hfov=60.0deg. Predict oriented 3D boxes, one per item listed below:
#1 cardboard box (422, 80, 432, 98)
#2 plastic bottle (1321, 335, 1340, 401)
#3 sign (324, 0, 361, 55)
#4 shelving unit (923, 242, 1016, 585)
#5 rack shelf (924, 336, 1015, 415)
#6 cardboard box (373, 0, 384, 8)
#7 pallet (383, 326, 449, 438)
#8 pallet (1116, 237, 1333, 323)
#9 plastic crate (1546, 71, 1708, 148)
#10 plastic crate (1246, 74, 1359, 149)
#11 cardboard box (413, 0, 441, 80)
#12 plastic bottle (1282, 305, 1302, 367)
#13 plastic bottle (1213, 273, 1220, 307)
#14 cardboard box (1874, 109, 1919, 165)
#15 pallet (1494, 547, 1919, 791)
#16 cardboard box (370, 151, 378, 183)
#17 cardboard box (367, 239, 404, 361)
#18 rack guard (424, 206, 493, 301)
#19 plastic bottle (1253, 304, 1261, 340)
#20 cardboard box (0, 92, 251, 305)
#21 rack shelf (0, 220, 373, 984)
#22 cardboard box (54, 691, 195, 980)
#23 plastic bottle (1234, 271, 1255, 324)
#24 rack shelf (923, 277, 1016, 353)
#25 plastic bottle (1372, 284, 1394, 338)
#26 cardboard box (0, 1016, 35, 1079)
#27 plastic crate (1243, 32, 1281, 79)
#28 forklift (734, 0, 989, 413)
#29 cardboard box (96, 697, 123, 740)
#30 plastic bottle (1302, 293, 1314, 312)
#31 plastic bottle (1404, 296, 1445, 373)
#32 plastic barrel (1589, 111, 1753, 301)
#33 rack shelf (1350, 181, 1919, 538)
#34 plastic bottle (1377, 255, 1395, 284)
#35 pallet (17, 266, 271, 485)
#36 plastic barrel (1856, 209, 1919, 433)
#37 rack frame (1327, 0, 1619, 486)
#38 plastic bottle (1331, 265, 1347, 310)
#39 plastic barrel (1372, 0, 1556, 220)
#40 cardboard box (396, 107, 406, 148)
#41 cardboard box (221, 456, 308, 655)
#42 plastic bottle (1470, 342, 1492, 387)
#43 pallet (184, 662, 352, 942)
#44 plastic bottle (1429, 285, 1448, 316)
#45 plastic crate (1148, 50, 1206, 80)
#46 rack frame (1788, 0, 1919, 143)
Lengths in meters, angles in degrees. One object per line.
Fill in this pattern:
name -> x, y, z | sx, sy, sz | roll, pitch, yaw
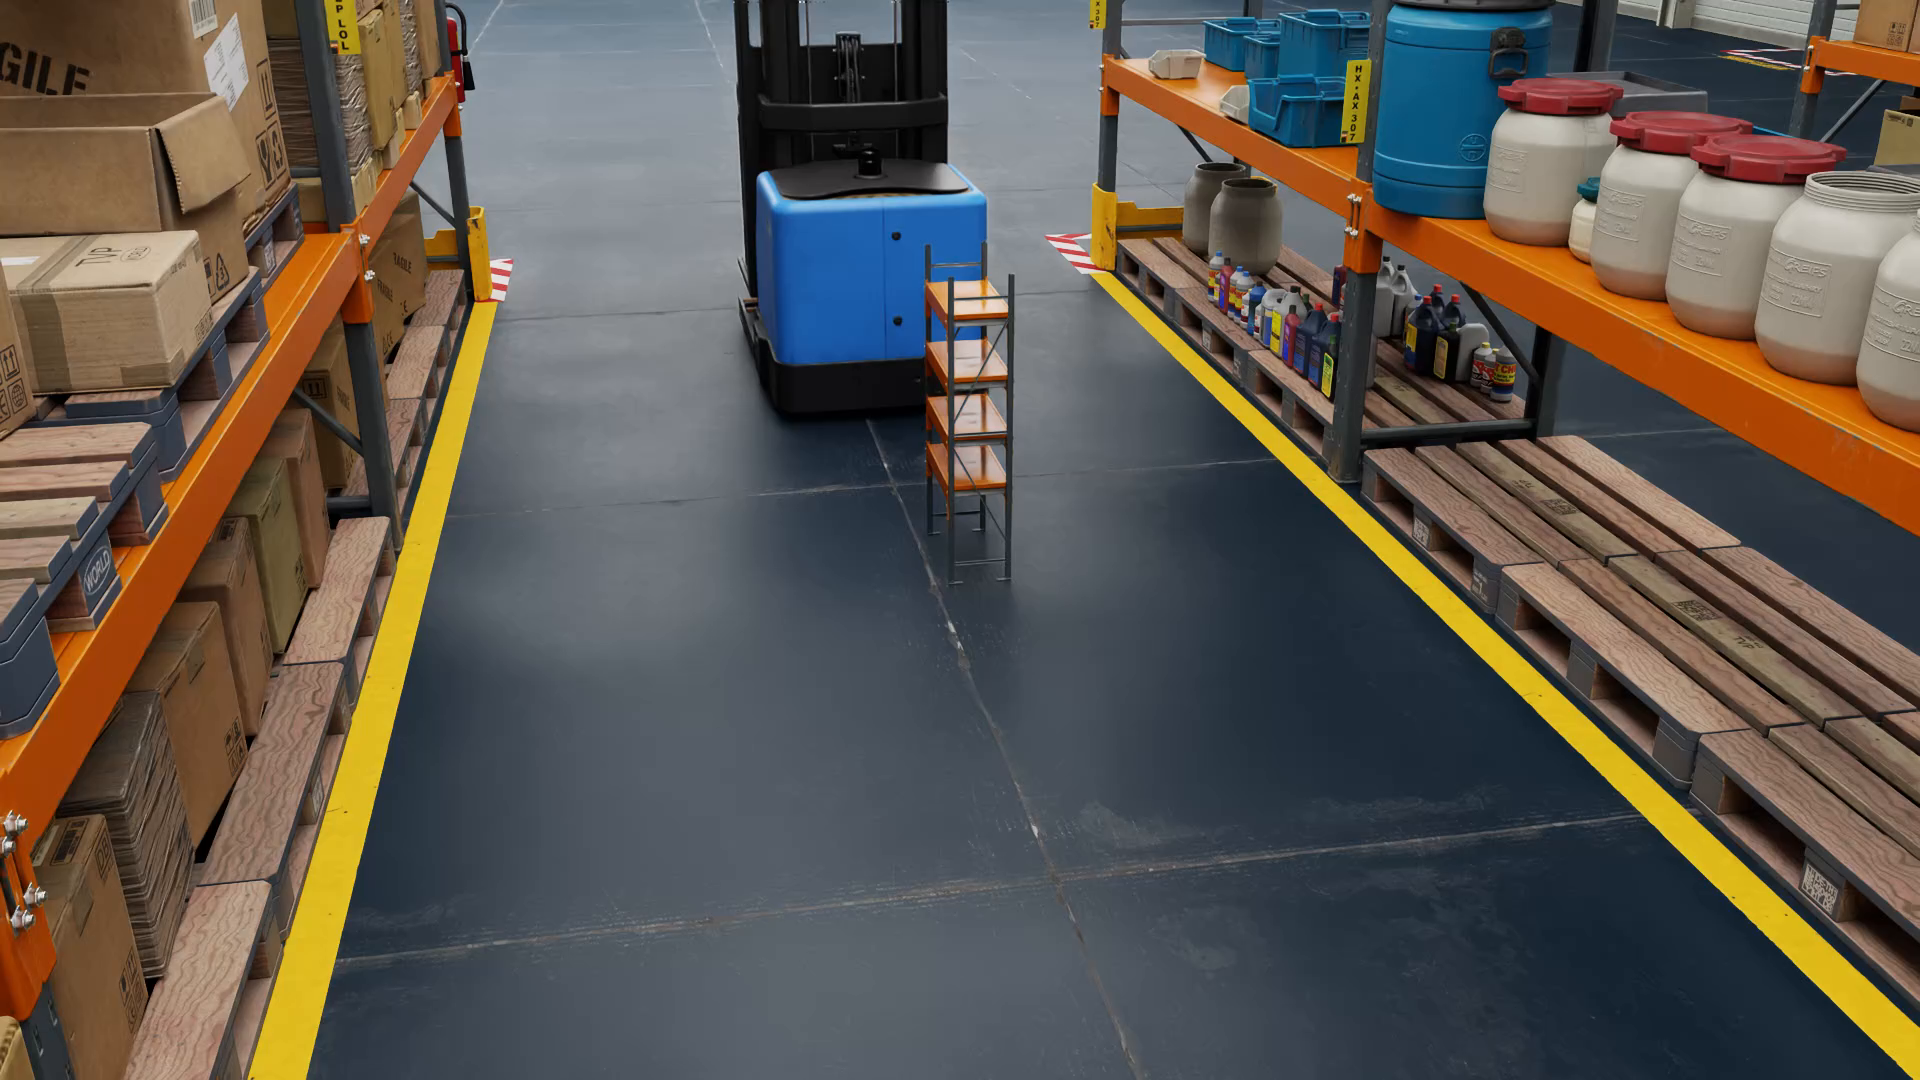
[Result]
cardboard box -> -3.072, -2.476, 8.985 | 0.380, 0.149, 0.250 | -4, 24, -10
plastic bottle -> 1.724, -0.796, 7.668 | 0.061, 0.283, 0.133 | -3, 24, -7
sign -> -2.186, -1.880, 5.861 | 0.100, 0.325, 0.005 | -4, 24, -10
shelving unit -> 0.031, -0.485, 6.361 | 0.258, 1.200, 0.503 | -4, 24, -10
rack shelf -> 0.031, -0.628, 6.298 | 0.258, 0.148, 0.480 | -4, 24, -10
cardboard box -> -2.750, -2.537, 7.065 | 0.500, 0.500, 0.500 | -4, 24, -10
pallet -> -3.118, -0.772, 8.254 | 1.003, 0.211, 1.213 | -4, 24, -10
pallet -> 1.603, -1.623, 10.202 | 1.003, 0.211, 1.213 | -4, 24, -10
plastic crate -> 2.527, -1.535, 6.438 | 0.402, 0.464, 0.583 | -4, 24, -10
plastic crate -> 1.666, -2.021, 7.815 | 0.499, 0.251, 0.616 | -4, 24, -10
cardboard box -> -3.185, -2.657, 8.589 | 0.875, 0.500, 0.500 | -4, 24, -10
plastic bottle -> 1.628, -0.999, 8.134 | 0.061, 0.283, 0.133 | -3, 24, -6
plastic bottle -> 1.445, -1.390, 9.130 | 0.097, 0.201, 0.097 | 0, 24, 0
cardboard box -> 6.241, -2.465, 10.619 | 0.500, 0.500, 0.500 | -4, 24, -10
pallet -> 2.549, 0.391, 5.591 | 1.003, 0.211, 1.213 | -4, 24, -10
cardboard box -> -2.582, -1.495, 6.738 | 0.380, 0.149, 0.250 | -4, 24, -10
cardboard box -> -3.130, -1.201, 8.350 | 0.500, 0.500, 0.500 | -2, 24, -5
rack guard -> -3.456, -1.705, 10.030 | 1.175, 0.500, 0.348 | -4, 24, -10
plastic bottle -> 1.565, -1.136, 8.551 | 0.097, 0.201, 0.097 | 0, 24, 0
cardboard box -> -2.319, -0.872, 4.345 | 0.797, 0.503, 0.637 | -2, 24, -4
rack shelf -> -2.361, -0.191, 4.338 | 1.077, 0.370, 4.000 | -4, 24, -10
cardboard box -> -2.250, 0.731, 3.903 | 0.700, 0.500, 0.500 | -6, 24, -14
plastic bottle -> 1.508, -1.288, 8.811 | 0.097, 0.271, 0.097 | 0, 24, 0
rack shelf -> 0.031, -0.845, 6.203 | 0.258, 0.148, 0.480 | -4, 24, -10
plastic bottle -> 2.141, -1.196, 8.594 | 0.152, 0.276, 0.135 | -4, 24, -10
cardboard box -> -1.884, 1.320, 2.109 | 1.225, 0.875, 0.875 | -5, 24, -12
plastic crate -> 1.898, -2.749, 9.481 | 0.499, 0.251, 0.408 | -4, 24, -10
forklift -> -0.657, -2.512, 8.841 | 1.130, 2.935, 3.031 | -5, 24, -11
cardboard box -> -2.252, 0.397, 3.730 | 0.500, 0.250, 0.500 | -2, 24, -4
plastic bottle -> 1.735, -1.083, 8.326 | 0.061, 0.283, 0.133 | -4, 24, -10
plastic bottle -> 2.254, -0.999, 8.050 | 0.144, 0.351, 0.185 | -4, 24, -10
plastic barrel -> 2.234, -1.055, 5.248 | 0.433, 0.535, 0.433 | 0, 24, 0
rack shelf -> 2.507, -0.558, 5.178 | 1.077, 0.370, 4.000 | -4, 24, -10
plastic bottle -> 2.248, -1.324, 8.795 | 0.144, 0.351, 0.185 | -3, 24, -8
pallet -> -2.397, -0.422, 4.207 | 1.003, 0.211, 1.213 | -4, 24, -10
plastic barrel -> 2.477, -0.541, 4.100 | 0.421, 0.512, 0.421 | 0, 24, 0
rack frame -> 2.137, -1.674, 6.835 | 1.000, 3.000, 0.127 | -4, 24, -10
plastic bottle -> 2.083, -1.405, 9.063 | 0.061, 0.283, 0.133 | -4, 24, -10
plastic barrel -> 1.911, -1.729, 6.335 | 0.600, 0.901, 0.708 | -4, 24, -10
cardboard box -> -2.765, -1.888, 7.639 | 0.380, 0.149, 0.250 | -4, 24, -10
cardboard box -> -2.568, 0.069, 5.419 | 0.700, 0.500, 0.500 | -4, 24, -10
plastic bottle -> 2.471, -0.831, 7.851 | 0.097, 0.201, 0.097 | 0, 24, 0
pallet -> -2.356, 0.758, 4.752 | 1.003, 0.211, 1.213 | -4, 24, -10
plastic bottle -> 2.361, -1.084, 8.244 | 0.144, 0.351, 0.185 | -5, 24, -12
plastic crate -> 1.247, -2.751, 9.630 | 0.298, 0.136, 0.250 | -4, 24, -10
rack frame -> 6.266, -3.612, 11.273 | 1.000, 3.000, 0.127 | -4, 24, -10
